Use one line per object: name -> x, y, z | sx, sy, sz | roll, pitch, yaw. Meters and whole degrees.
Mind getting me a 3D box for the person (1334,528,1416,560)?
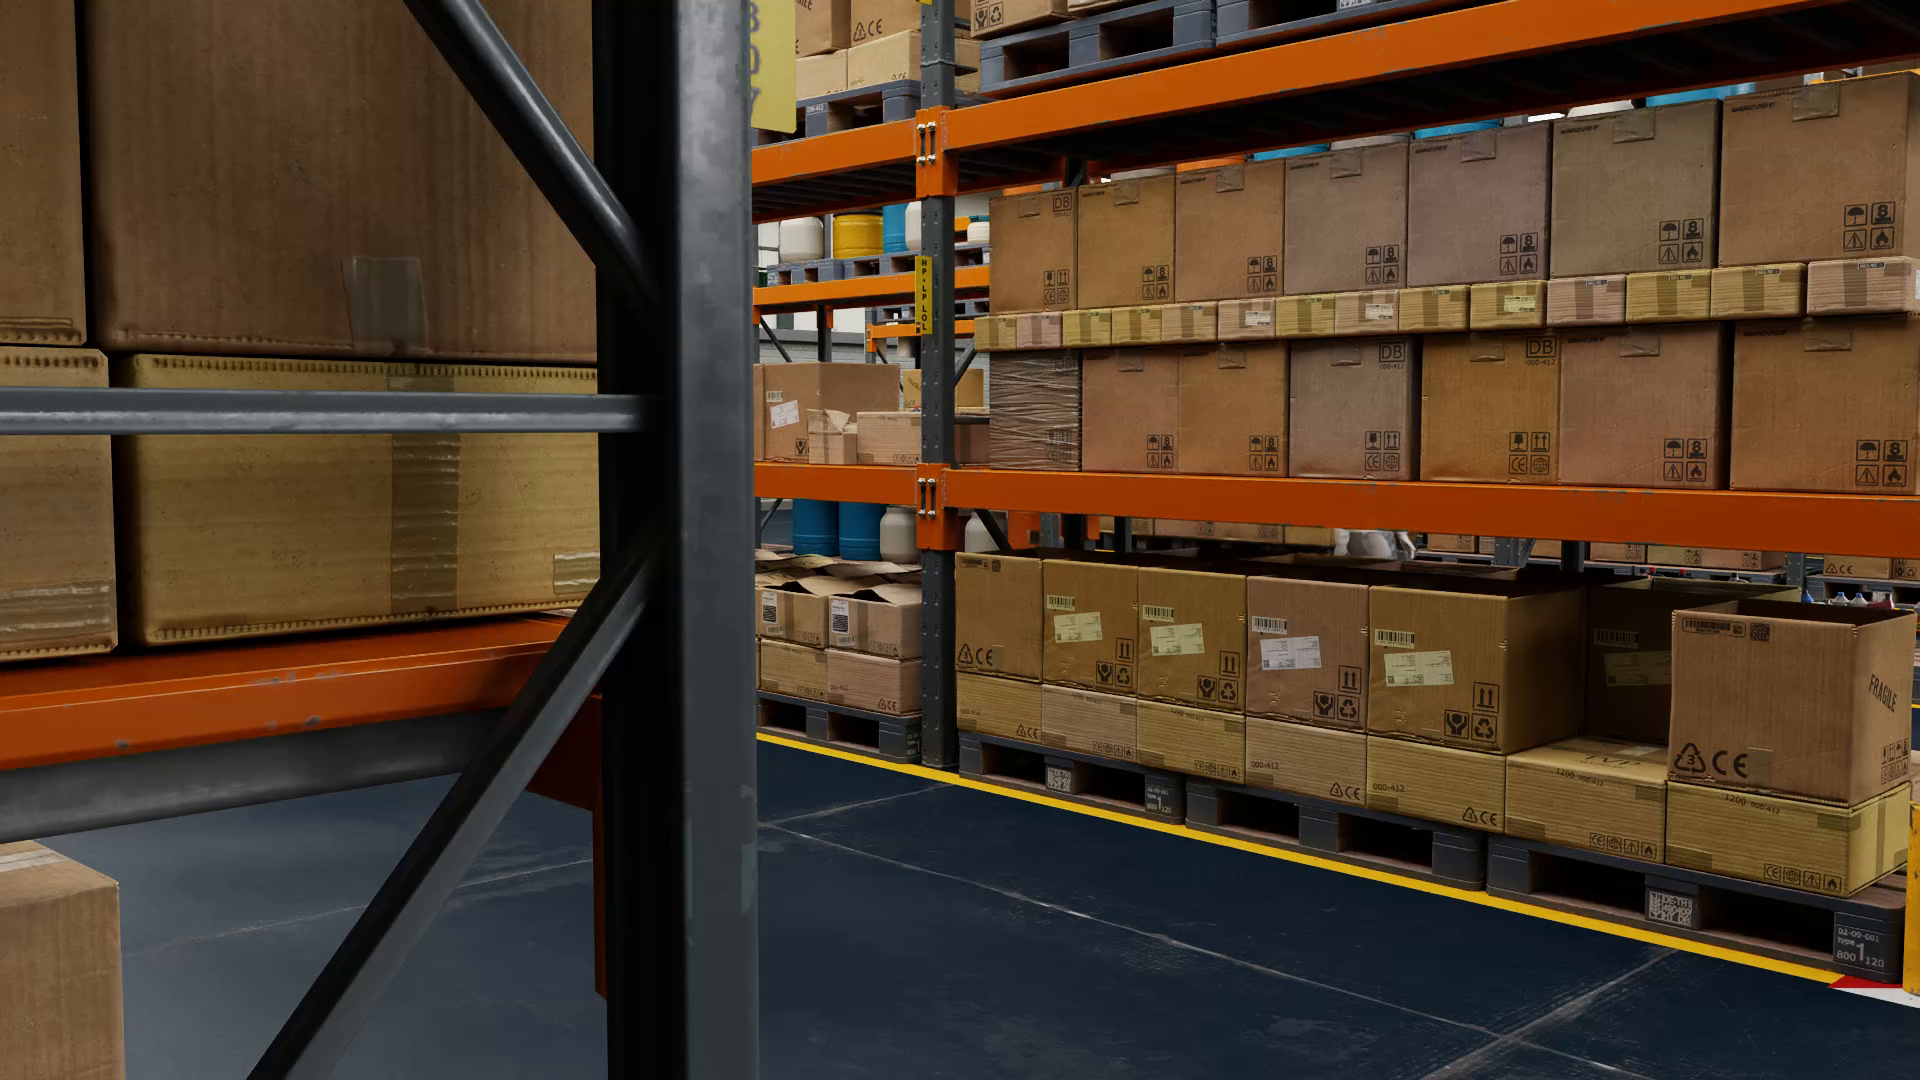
person -> 2.286, -0.020, 9.419 | 0.808, 1.657, 0.483 | 3, 5, 36
